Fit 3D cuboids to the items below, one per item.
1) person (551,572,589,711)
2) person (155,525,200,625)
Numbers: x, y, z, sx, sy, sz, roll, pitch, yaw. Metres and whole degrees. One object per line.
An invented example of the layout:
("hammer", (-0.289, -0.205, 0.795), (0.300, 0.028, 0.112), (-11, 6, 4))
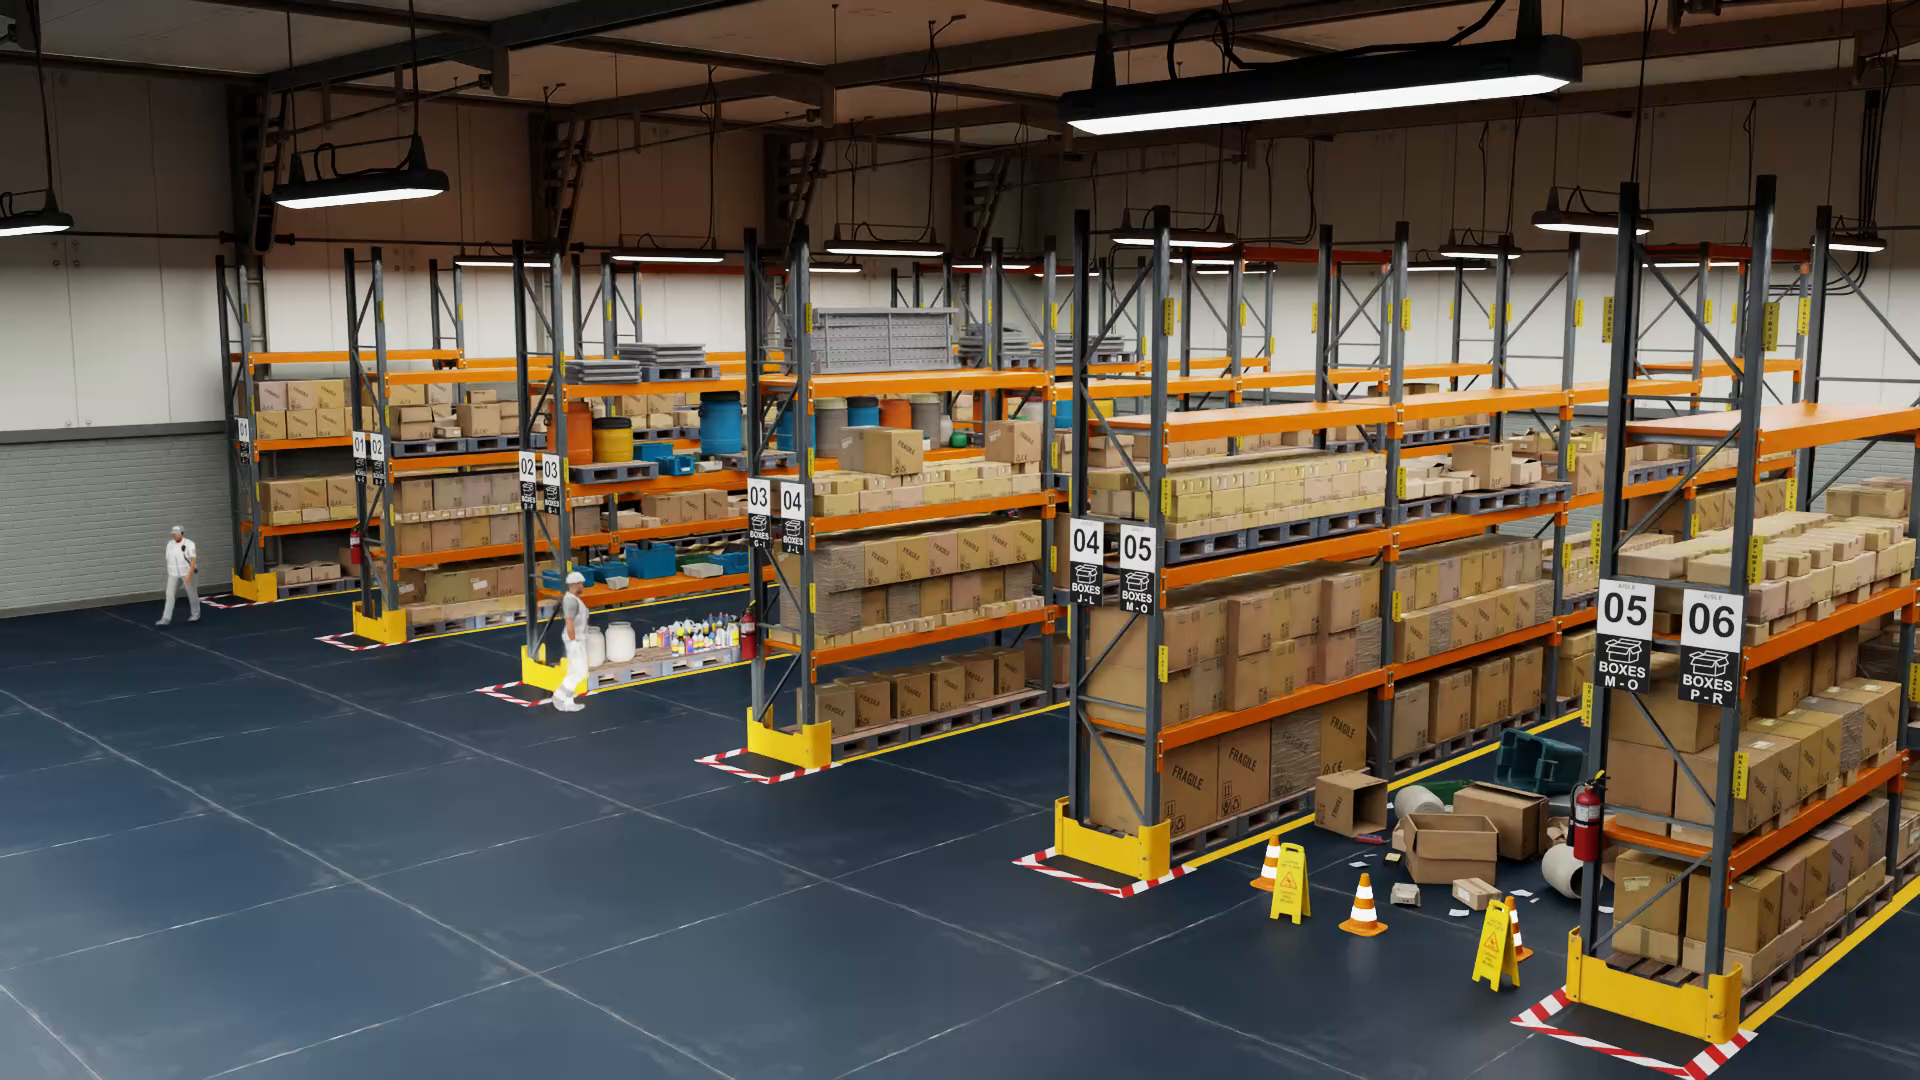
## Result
("person", (-4.957, 1.295, 21.149), (0.479, 1.770, 0.688), (0, 8, -3))
("person", (-12.573, 0.562, 26.760), (0.534, 1.604, 1.016), (-1, 8, -9))
